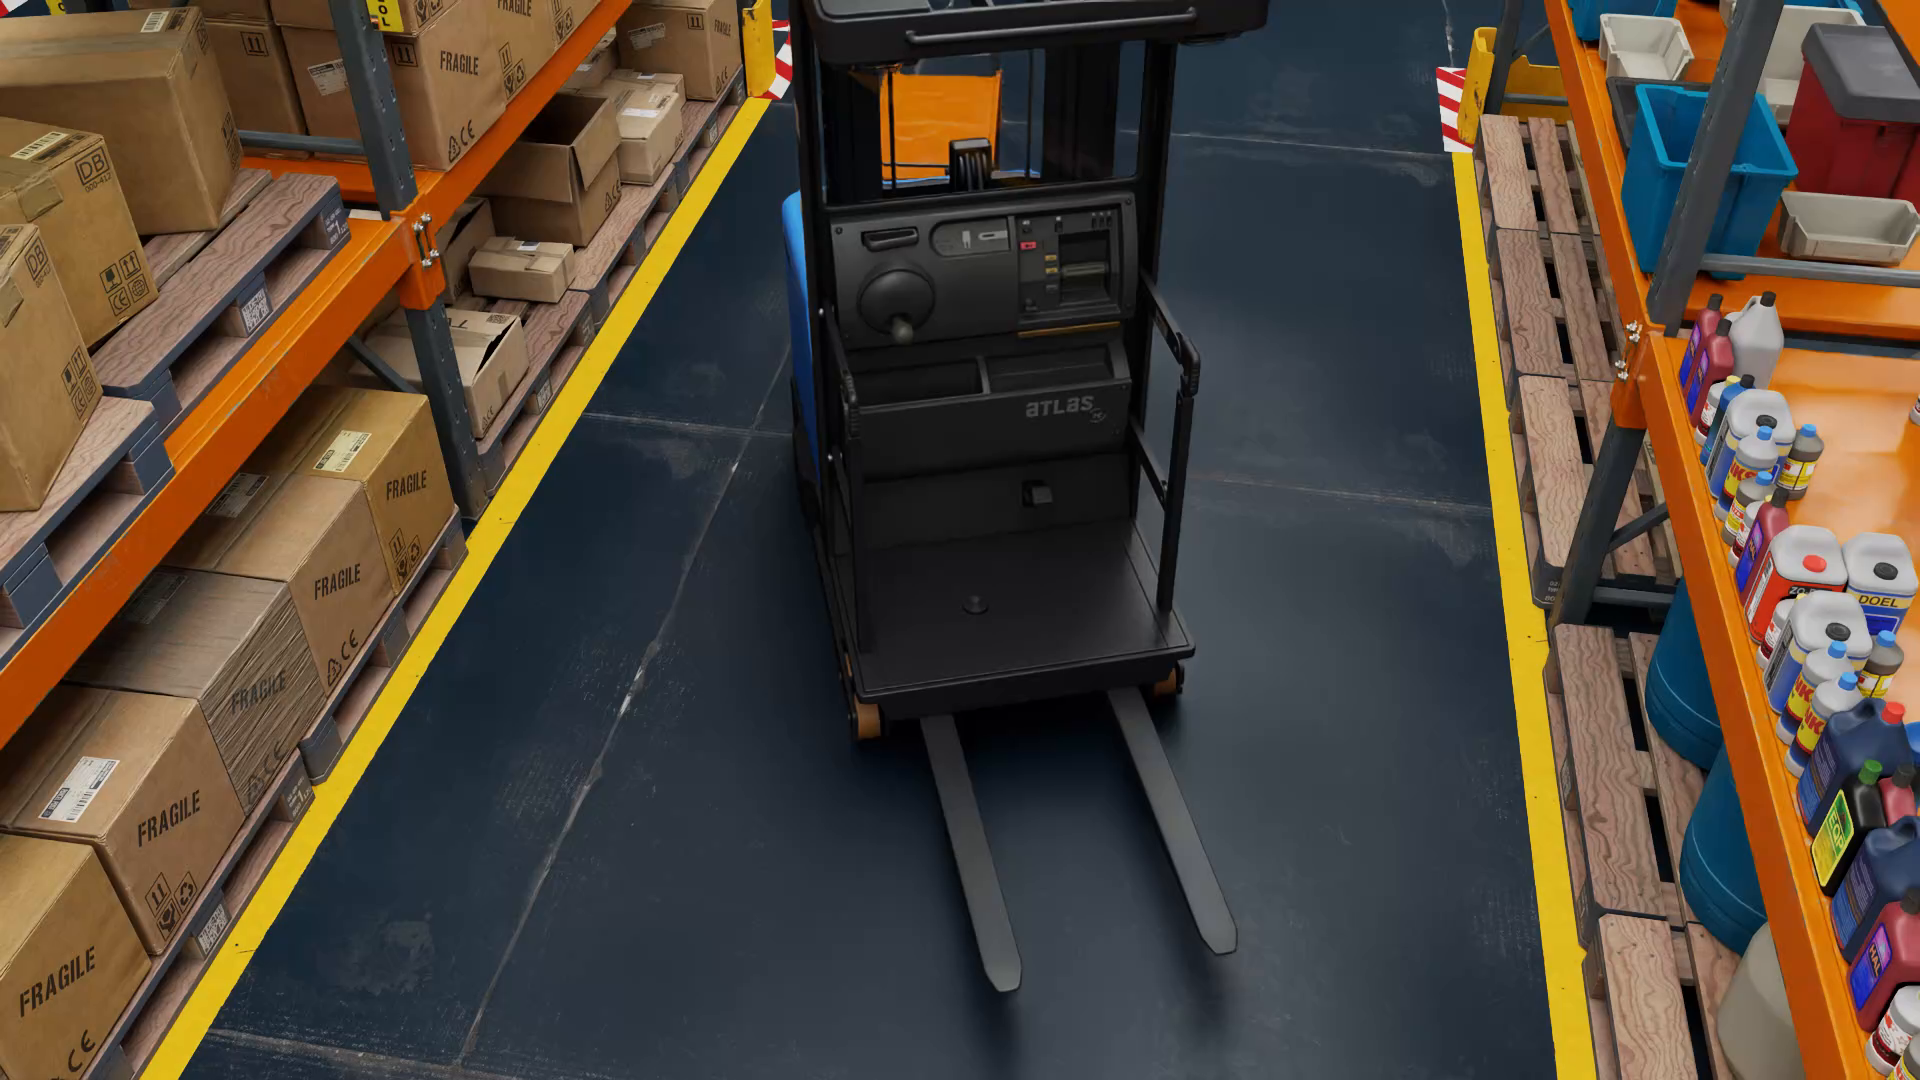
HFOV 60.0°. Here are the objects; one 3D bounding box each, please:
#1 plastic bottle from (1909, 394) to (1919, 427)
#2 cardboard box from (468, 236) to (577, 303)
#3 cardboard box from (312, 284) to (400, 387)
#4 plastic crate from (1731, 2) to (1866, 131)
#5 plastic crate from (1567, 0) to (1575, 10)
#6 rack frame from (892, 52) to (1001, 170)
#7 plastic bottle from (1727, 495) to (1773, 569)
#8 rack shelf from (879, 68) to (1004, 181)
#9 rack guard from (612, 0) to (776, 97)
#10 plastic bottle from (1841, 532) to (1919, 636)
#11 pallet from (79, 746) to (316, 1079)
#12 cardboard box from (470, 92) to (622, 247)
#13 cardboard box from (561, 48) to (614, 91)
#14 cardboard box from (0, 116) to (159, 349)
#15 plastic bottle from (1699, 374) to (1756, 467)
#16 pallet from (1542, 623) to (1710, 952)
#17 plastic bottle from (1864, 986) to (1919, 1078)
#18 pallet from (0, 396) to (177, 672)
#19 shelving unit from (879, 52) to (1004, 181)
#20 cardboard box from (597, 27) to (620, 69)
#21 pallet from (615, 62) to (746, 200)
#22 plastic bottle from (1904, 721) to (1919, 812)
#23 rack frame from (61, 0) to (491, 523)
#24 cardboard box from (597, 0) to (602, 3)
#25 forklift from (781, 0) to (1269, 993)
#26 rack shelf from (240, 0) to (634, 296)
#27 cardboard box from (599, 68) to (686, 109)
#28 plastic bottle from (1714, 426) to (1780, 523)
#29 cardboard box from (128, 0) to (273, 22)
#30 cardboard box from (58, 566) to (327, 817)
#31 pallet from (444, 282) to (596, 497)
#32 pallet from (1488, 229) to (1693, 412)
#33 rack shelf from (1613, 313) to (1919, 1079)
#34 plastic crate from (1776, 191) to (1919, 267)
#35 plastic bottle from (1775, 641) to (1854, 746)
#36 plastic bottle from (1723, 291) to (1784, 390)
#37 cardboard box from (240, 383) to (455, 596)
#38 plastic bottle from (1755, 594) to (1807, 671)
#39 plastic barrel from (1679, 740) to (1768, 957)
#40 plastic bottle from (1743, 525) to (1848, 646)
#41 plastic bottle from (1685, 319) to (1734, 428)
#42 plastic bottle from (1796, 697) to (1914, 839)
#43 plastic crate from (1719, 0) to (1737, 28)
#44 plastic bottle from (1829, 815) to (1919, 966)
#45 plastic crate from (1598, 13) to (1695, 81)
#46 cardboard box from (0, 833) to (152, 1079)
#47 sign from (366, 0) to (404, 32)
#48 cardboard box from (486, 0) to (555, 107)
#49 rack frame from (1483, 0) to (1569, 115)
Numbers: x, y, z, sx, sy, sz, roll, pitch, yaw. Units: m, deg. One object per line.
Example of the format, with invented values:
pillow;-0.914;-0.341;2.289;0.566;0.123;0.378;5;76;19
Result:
plastic bottle;2.685;-0.409;4.547;0.097;0.201;0.097;0;40;0
cardboard box;-1.891;-1.177;7.197;0.380;0.166;0.250;6;40;8
cardboard box;-2.498;-0.910;6.614;0.500;0.500;0.500;6;40;8
plastic crate;3.007;-1.682;5.977;0.437;0.282;0.530;6;40;8
plastic crate;2.658;-2.291;6.751;0.416;0.233;0.300;6;40;8
rack frame;-0.076;-1.703;7.428;0.500;1.125;0.032;2;40;2
plastic bottle;1.962;-0.020;4.076;0.097;0.201;0.097;0;40;0
rack shelf;-0.103;-1.606;6.850;0.538;0.278;1.000;2;40;2
rack guard;-1.638;-2.815;9.262;1.175;0.500;0.348;6;40;8
plastic bottle;2.095;0.127;3.839;0.152;0.276;0.135;6;40;8
pallet;-2.629;1.042;4.824;1.003;0.211;1.213;6;40;8
cardboard box;-1.997;-1.703;7.569;0.797;0.503;0.637;6;40;8
cardboard box;-2.085;-2.312;8.505;0.500;0.250;0.500;6;40;8
cardboard box;-2.676;-0.805;4.461;0.700;0.500;0.500;12;41;15
plastic bottle;2.035;-0.315;4.378;0.097;0.271;0.097;0;40;0
pallet;2.386;0.787;5.132;1.003;0.211;1.213;6;40;8
plastic bottle;1.714;0.876;2.992;0.097;0.201;0.097;0;40;0
pallet;-2.677;0.048;3.989;1.003;0.211;1.213;6;40;8
shelving unit;-0.103;-1.380;7.036;0.538;1.125;1.048;2;40;2
cardboard box;-2.036;-2.672;9.020;0.380;0.149;0.250;6;40;8
pallet;-1.775;-2.203;8.749;1.003;0.211;1.213;6;40;8
plastic bottle;1.967;0.466;3.434;0.097;0.271;0.097;0;40;0
rack frame;-2.317;-1.315;5.487;1.000;3.000;0.127;6;40;8
cardboard box;-1.700;-2.599;6.960;0.500;0.500;0.500;6;40;7
forklift;0.126;-0.737;4.841;1.130;2.935;3.031;-7;40;-9
rack shelf;-1.971;-2.293;7.234;1.077;0.370;4.000;6;40;8
cardboard box;-1.635;-2.291;8.545;0.380;0.166;0.250;6;40;8
plastic bottle;1.995;-0.169;4.202;0.097;0.271;0.097;0;40;0
cardboard box;-2.484;-2.085;5.555;0.500;0.500;0.500;7;40;8
cardboard box;-2.301;0.444;4.976;0.500;0.500;0.500;7;40;8
pallet;-2.197;-0.672;6.897;1.003;0.211;1.213;6;40;8
pallet;2.859;-0.926;7.204;1.003;0.211;1.213;6;40;8
rack shelf;2.215;0.765;3.535;1.077;0.370;4.000;6;40;8
plastic crate;2.782;-0.965;5.223;0.396;0.136;0.243;6;40;8
plastic bottle;1.858;0.328;3.601;0.097;0.271;0.097;0;40;0
plastic bottle;2.174;-0.537;4.585;0.144;0.351;0.185;6;40;8
cardboard box;-2.120;-0.180;5.731;0.500;0.500;0.500;6;40;7
plastic bottle;1.898;0.209;3.799;0.097;0.201;0.097;0;40;0
plastic barrel;2.328;0.664;4.410;0.600;0.901;0.708;6;40;8
plastic bottle;1.945;0.110;3.860;0.152;0.276;0.135;6;40;8
plastic bottle;2.054;-0.455;4.538;0.061;0.283;0.133;6;40;8
plastic bottle;1.840;0.449;3.391;0.144;0.351;0.185;6;40;8
plastic crate;3.169;-2.121;6.622;0.298;0.136;0.250;6;40;8
plastic bottle;1.785;0.649;3.150;0.144;0.351;0.185;6;40;8
plastic crate;2.566;-1.814;6.250;0.293;0.136;0.466;6;40;8
cardboard box;-2.472;1.091;4.193;0.500;0.500;0.500;6;40;7
sign;-1.770;-1.703;5.047;0.100;0.325;0.005;6;40;8
cardboard box;-1.875;-1.966;6.195;0.500;0.500;0.500;7;40;8
rack frame;3.253;-3.277;7.860;1.000;3.000;0.127;6;40;8
